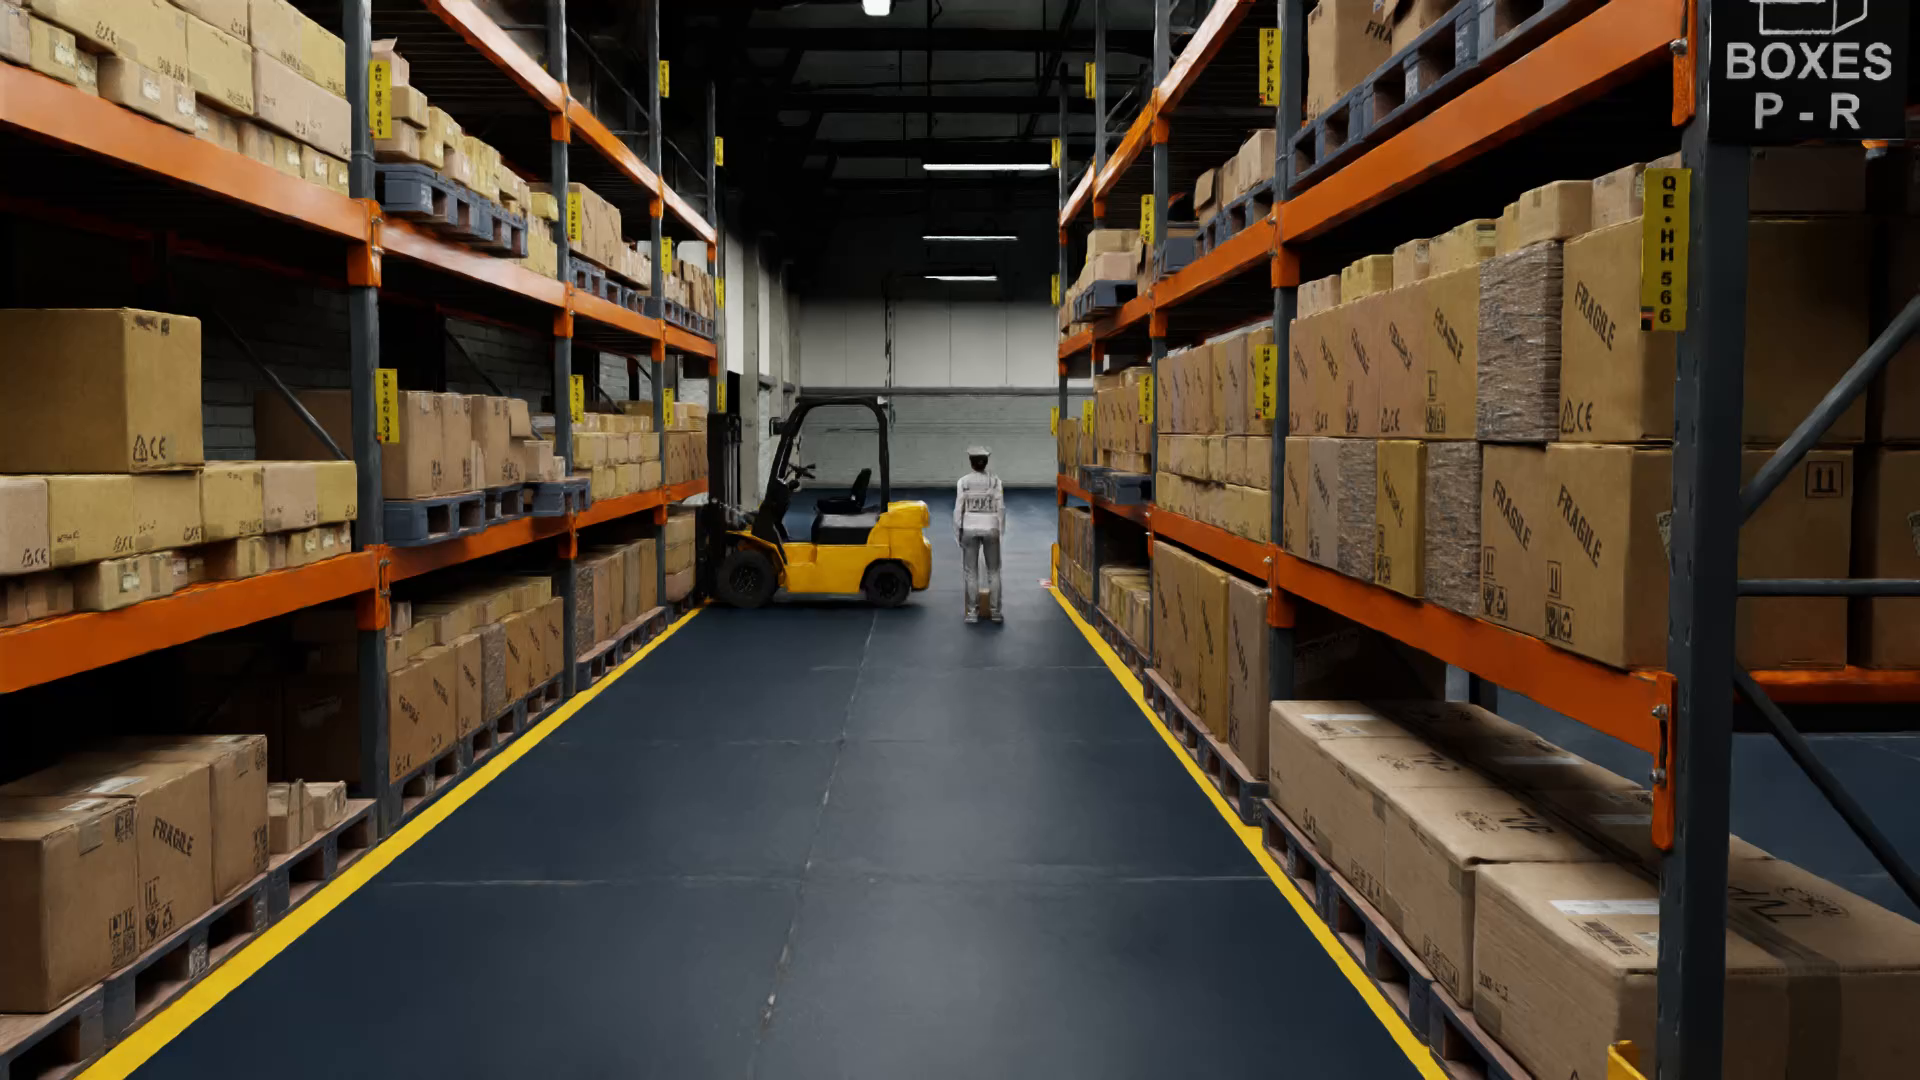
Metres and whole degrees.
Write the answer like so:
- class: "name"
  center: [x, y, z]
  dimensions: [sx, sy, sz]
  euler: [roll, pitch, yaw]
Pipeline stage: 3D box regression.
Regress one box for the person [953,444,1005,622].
- class: "person"
  center: [0.182, -0.065, 15.761]
  dimensions: [0.494, 1.691, 0.385]
  euler: [0, 4, 0]
